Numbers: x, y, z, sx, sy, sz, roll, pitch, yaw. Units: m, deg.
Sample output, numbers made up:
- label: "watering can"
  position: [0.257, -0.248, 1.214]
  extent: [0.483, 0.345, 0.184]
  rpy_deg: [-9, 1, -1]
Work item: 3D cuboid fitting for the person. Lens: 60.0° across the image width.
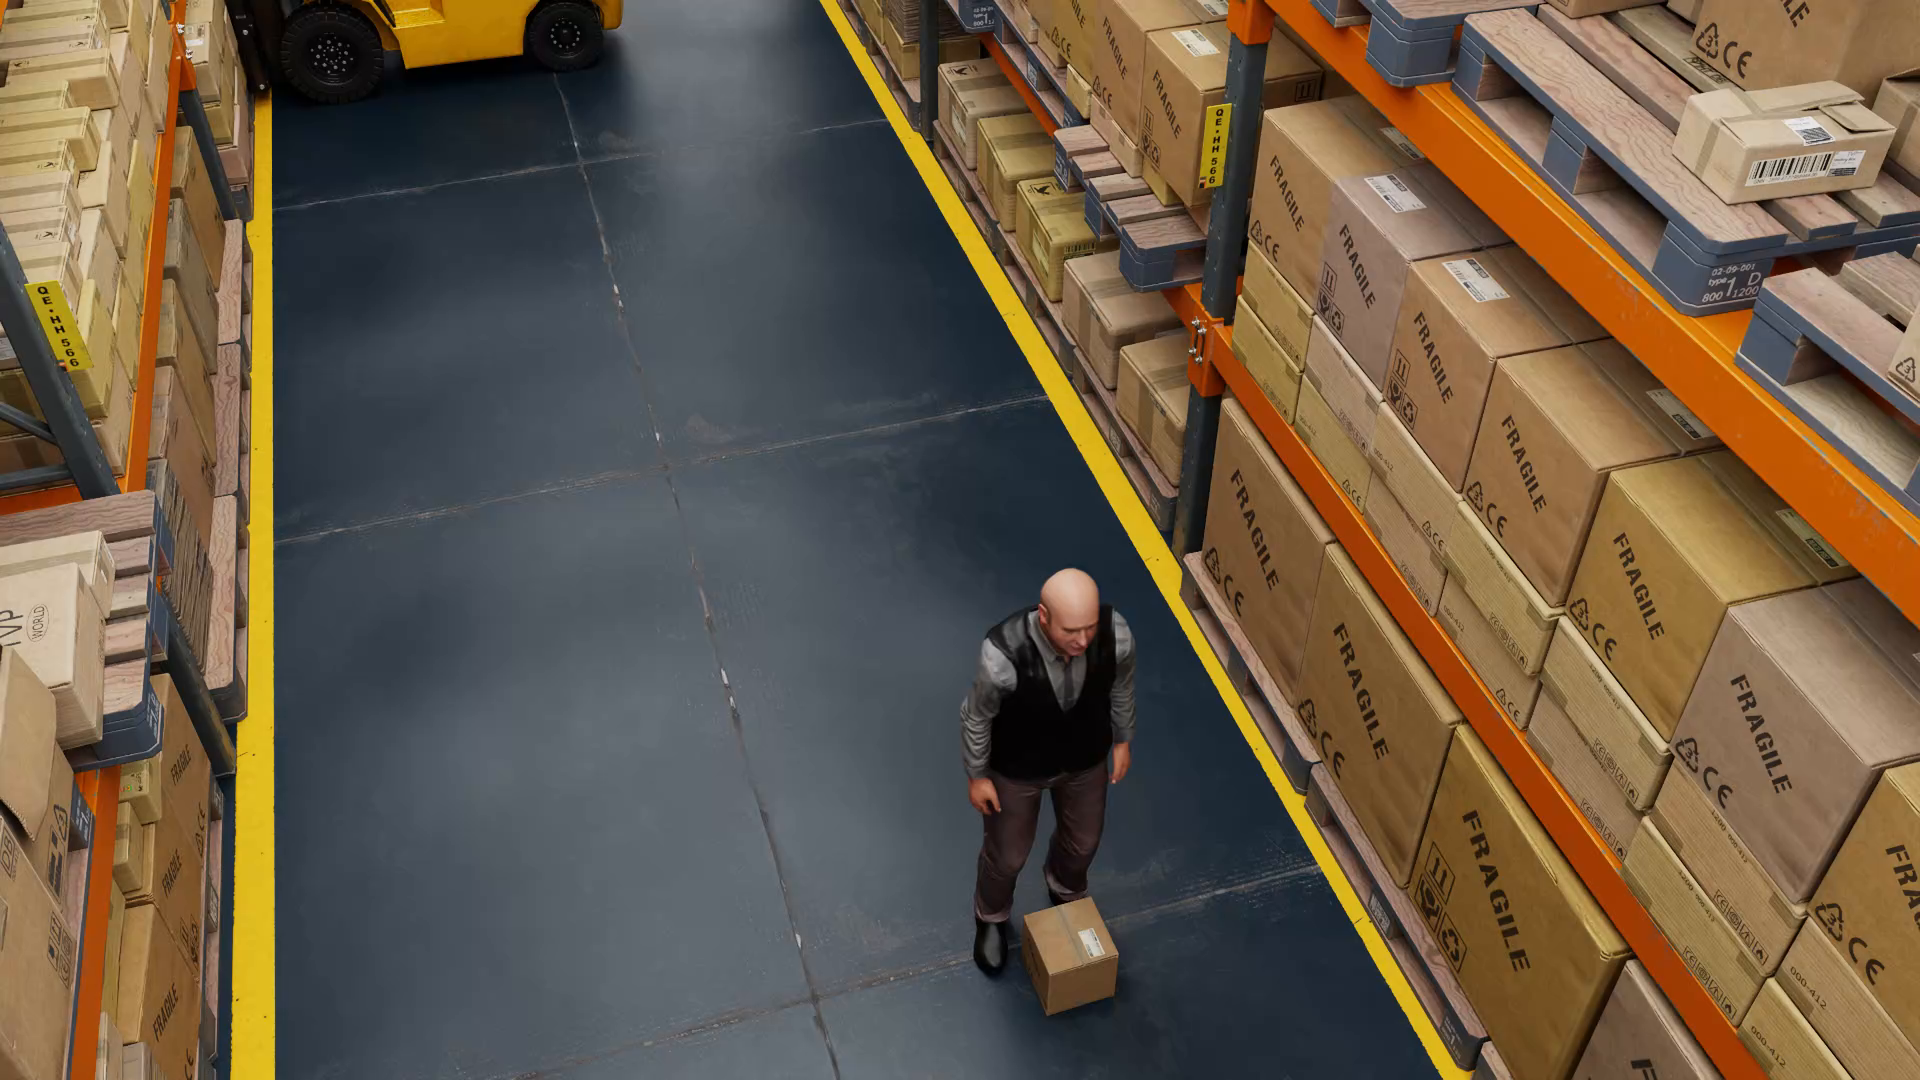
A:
- label: "person"
  position: [0.281, 0.700, 5.399]
  extent: [0.581, 1.721, 0.413]
  rpy_deg: [-12, 43, -13]
